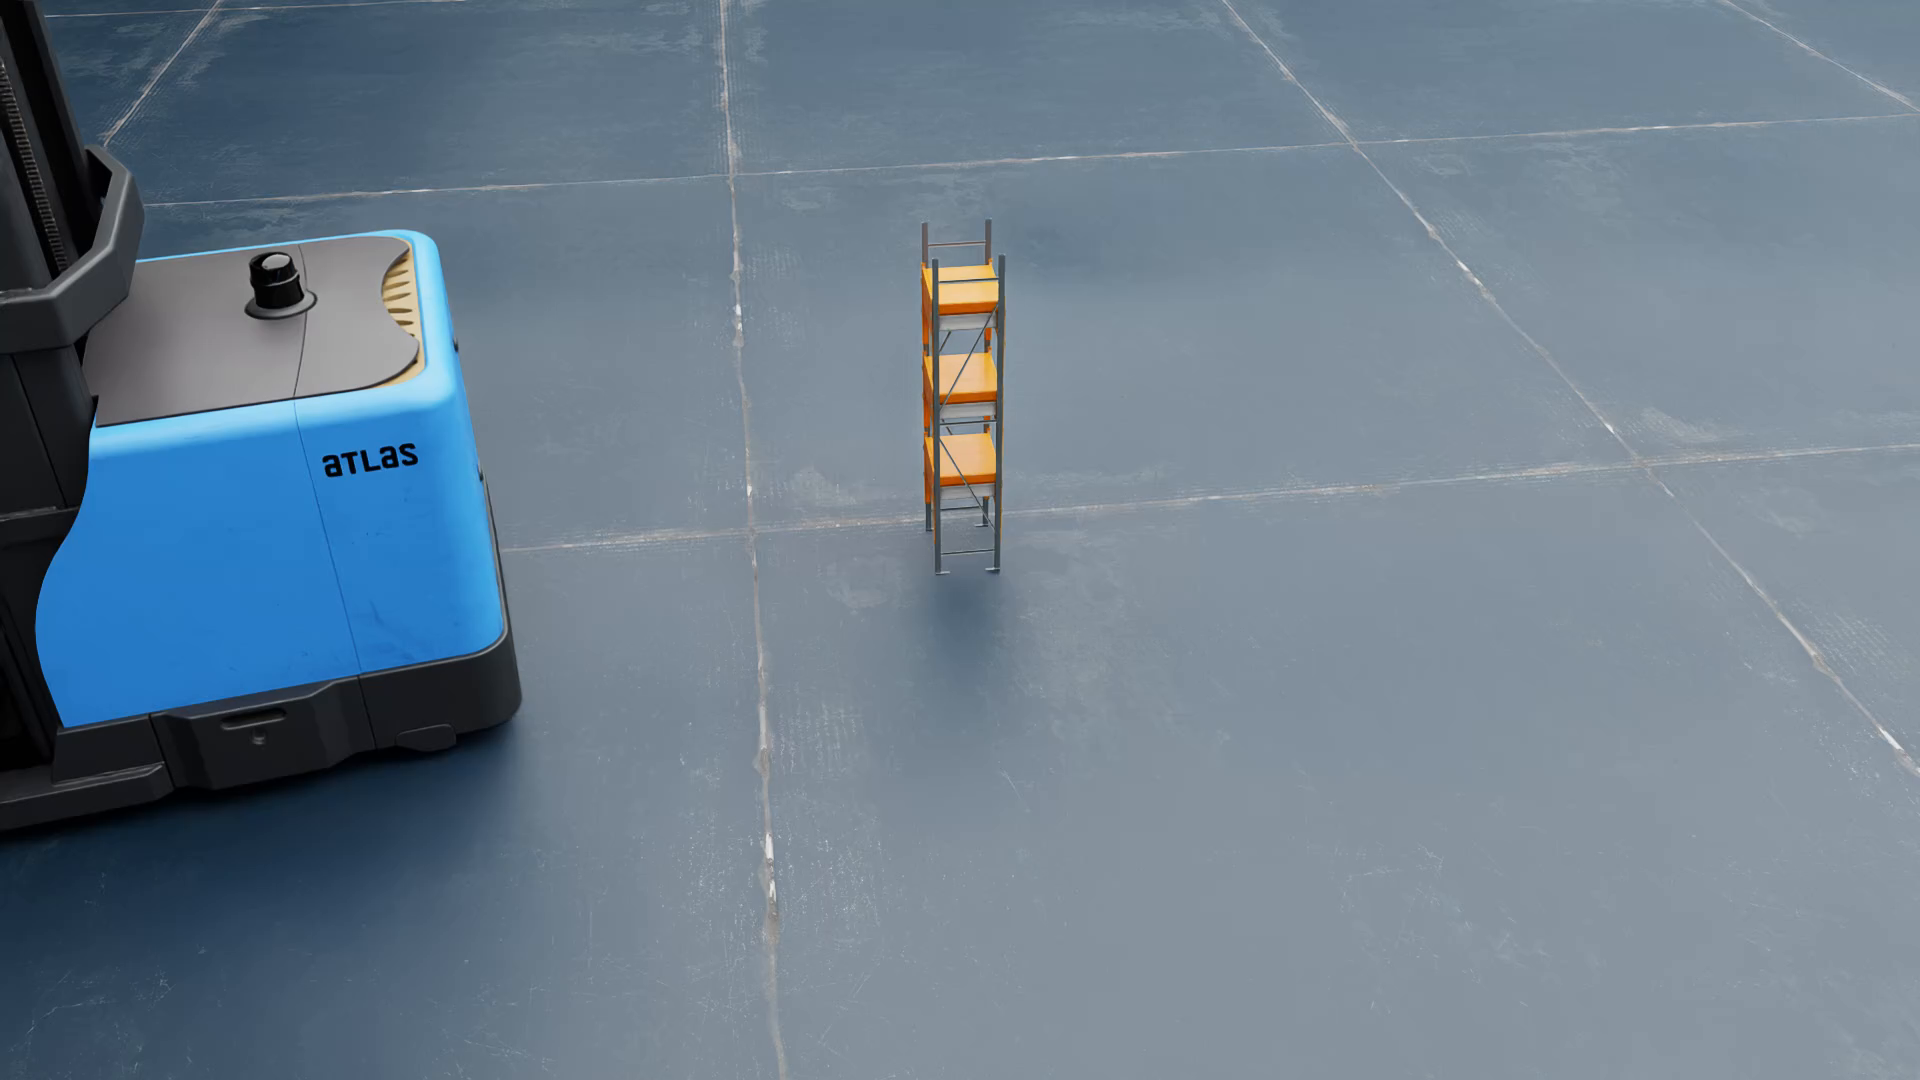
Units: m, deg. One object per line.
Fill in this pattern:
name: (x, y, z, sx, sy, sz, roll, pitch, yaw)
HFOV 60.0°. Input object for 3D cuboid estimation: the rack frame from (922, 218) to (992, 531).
rack frame: (-0.009, -0.472, 5.010, 0.200, 1.050, 0.008, -4, 35, -6)

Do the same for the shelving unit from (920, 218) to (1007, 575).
shelving unit: (0.007, -0.404, 4.911, 0.215, 1.050, 0.252, -4, 35, -6)

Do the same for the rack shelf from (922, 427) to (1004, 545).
rack shelf: (0.007, -0.166, 5.073, 0.215, 0.259, 0.240, -4, 35, -6)

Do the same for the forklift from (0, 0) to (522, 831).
forklift: (-2.757, -0.694, 3.666, 3.031, 2.935, 1.130, -10, 36, -15)

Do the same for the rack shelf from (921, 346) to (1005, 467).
rack shelf: (0.007, -0.395, 4.916, 0.215, 0.259, 0.240, -4, 35, -6)

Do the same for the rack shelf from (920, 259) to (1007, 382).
rack shelf: (0.007, -0.630, 4.757, 0.215, 0.259, 0.240, -4, 35, -6)

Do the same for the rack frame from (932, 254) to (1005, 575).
rack frame: (0.024, -0.336, 4.811, 0.200, 1.050, 0.008, -4, 35, -6)
